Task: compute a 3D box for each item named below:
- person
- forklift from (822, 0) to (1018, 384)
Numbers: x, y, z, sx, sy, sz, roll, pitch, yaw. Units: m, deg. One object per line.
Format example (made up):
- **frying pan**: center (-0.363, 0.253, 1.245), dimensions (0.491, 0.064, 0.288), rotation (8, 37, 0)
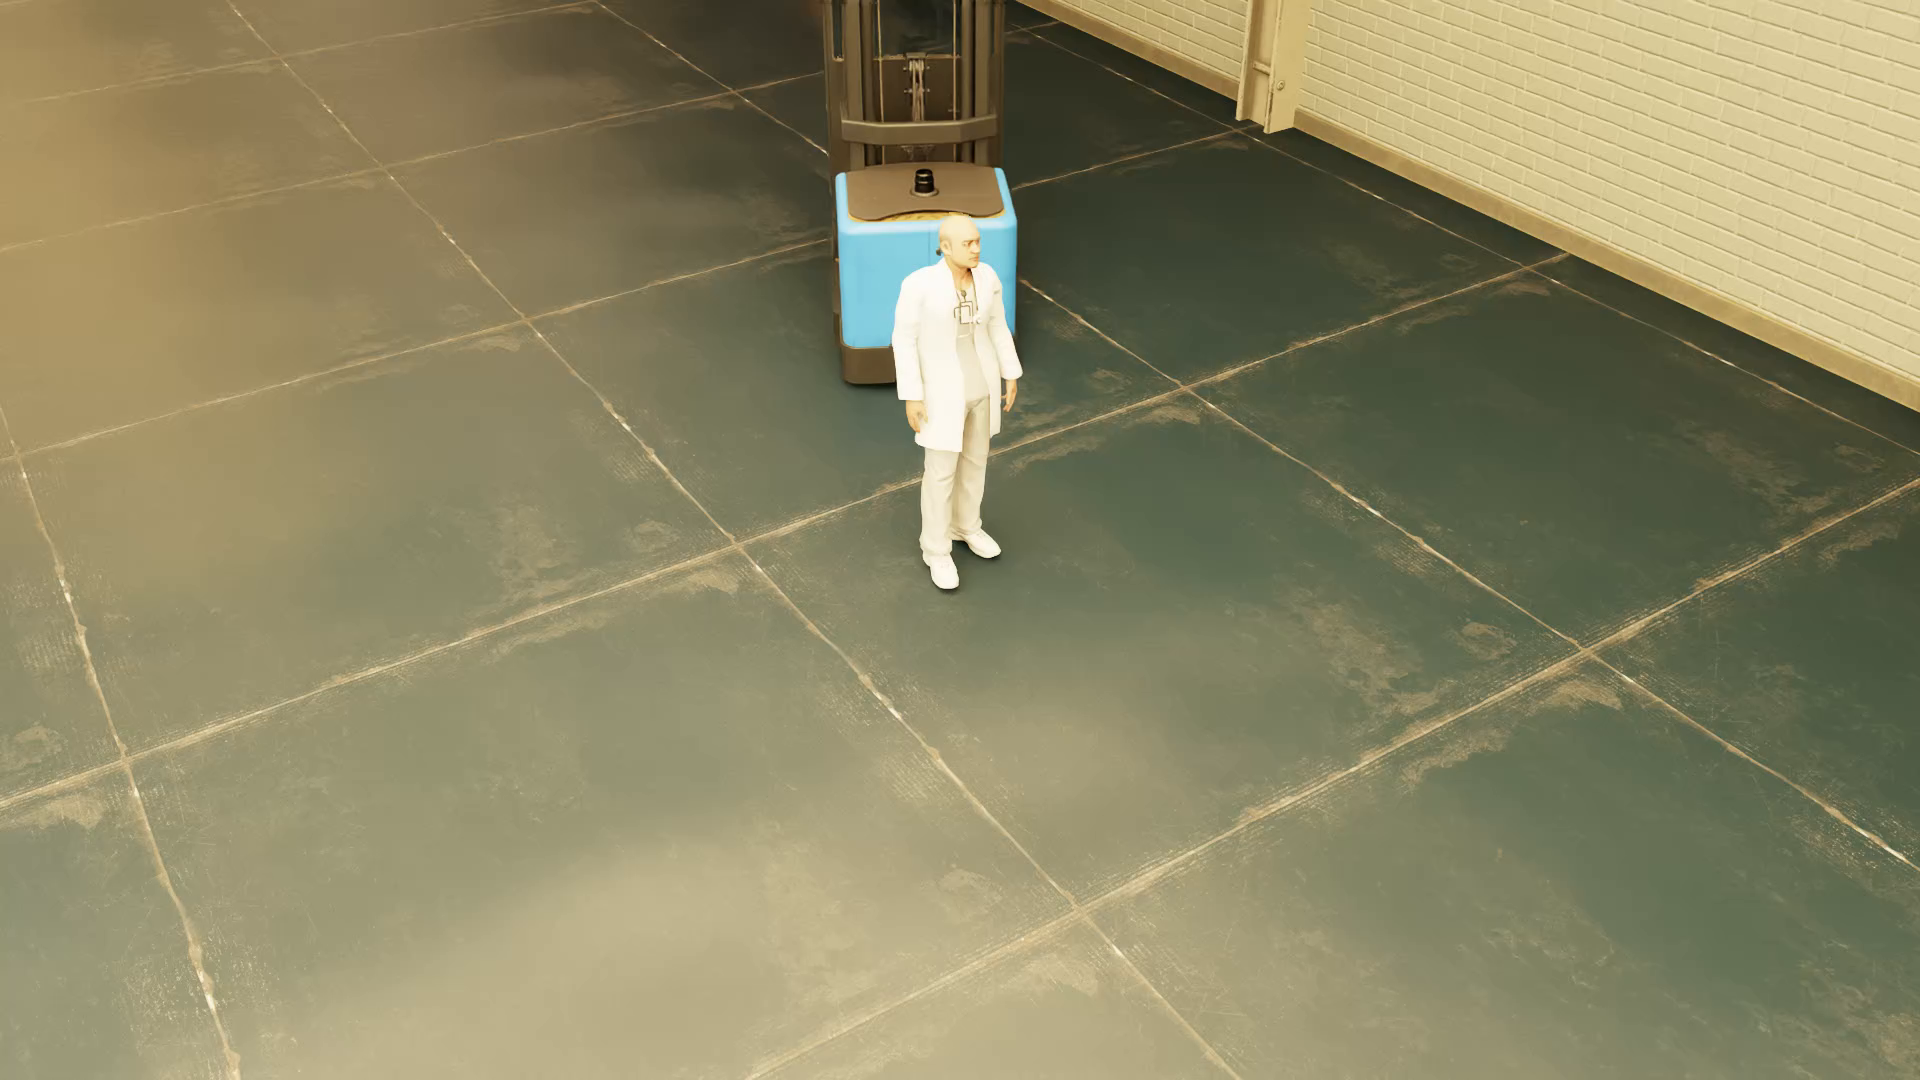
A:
- **person**: center (0.045, -0.688, 8.118), dimensions (0.694, 1.776, 0.581), rotation (-21, 40, -27)
- **forklift**: center (-0.300, -2.955, 10.354), dimensions (1.130, 2.935, 3.031), rotation (-3, 35, -4)
